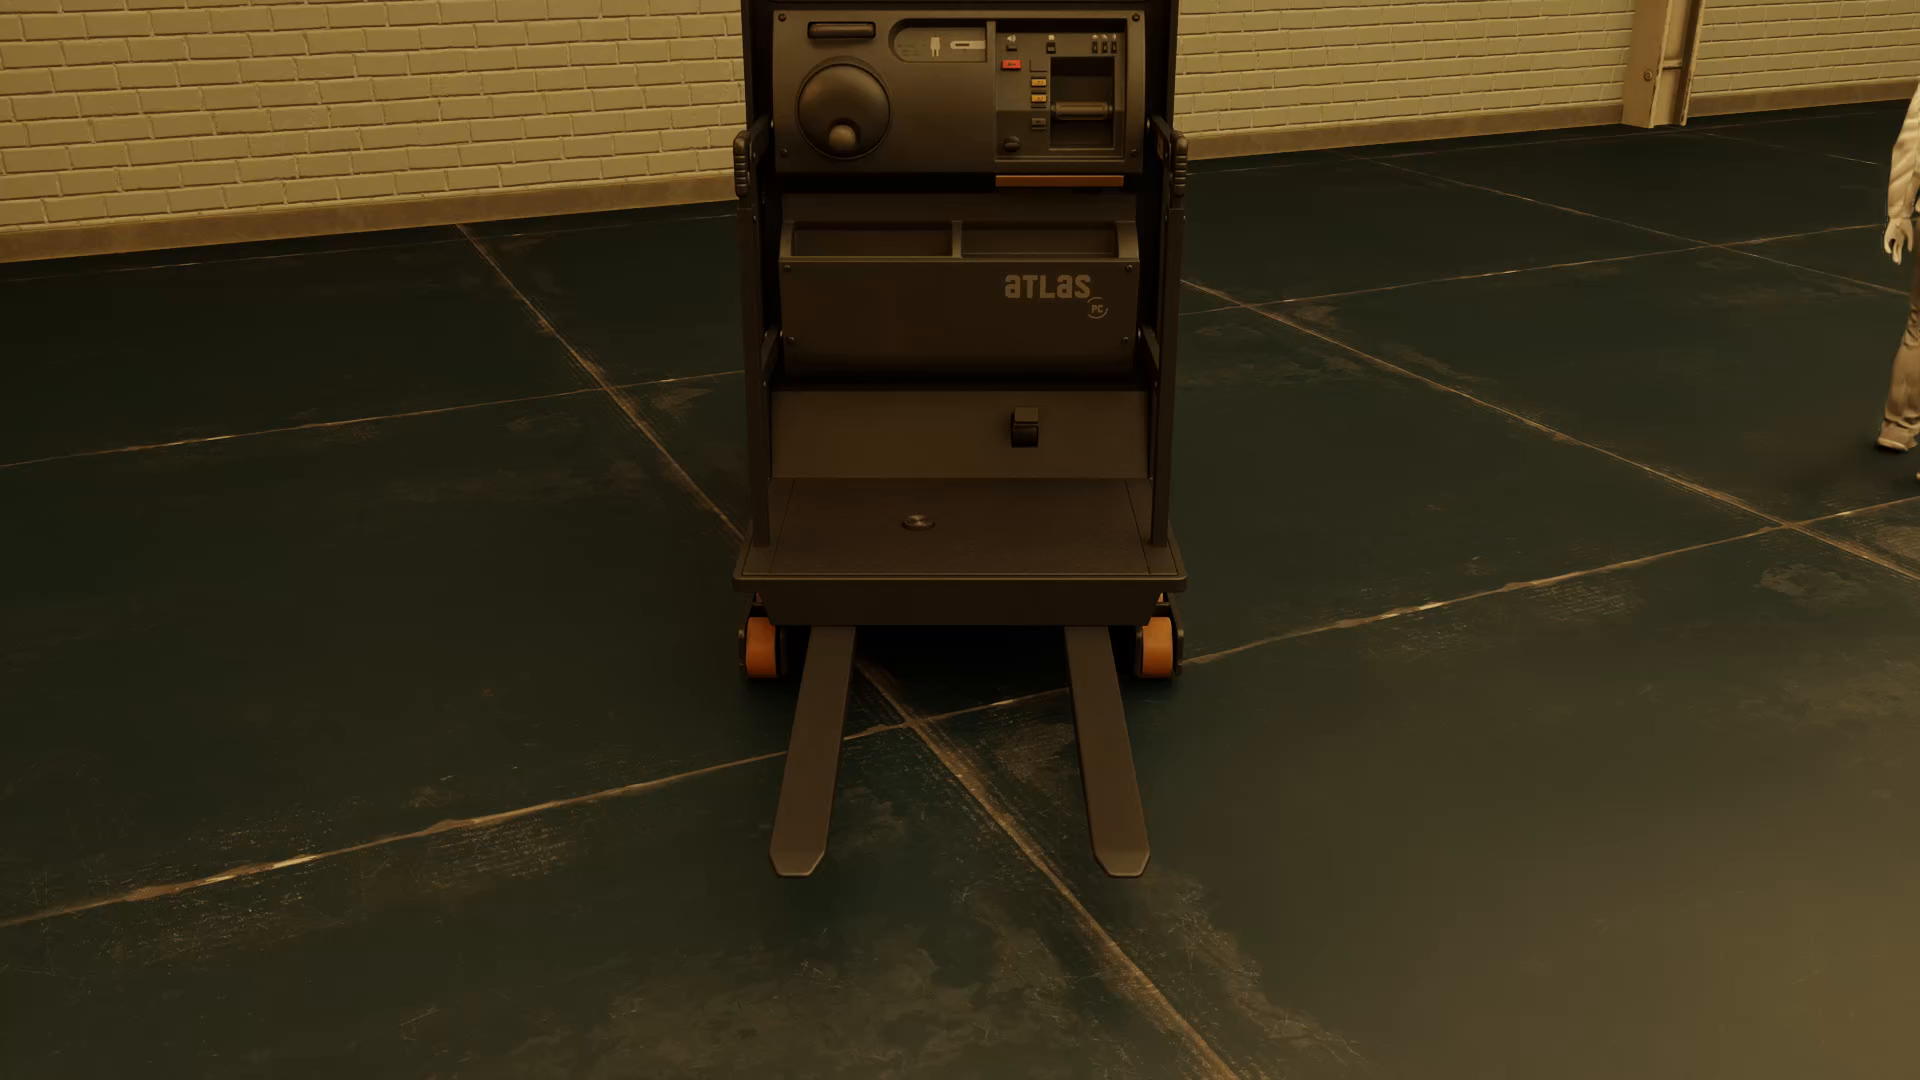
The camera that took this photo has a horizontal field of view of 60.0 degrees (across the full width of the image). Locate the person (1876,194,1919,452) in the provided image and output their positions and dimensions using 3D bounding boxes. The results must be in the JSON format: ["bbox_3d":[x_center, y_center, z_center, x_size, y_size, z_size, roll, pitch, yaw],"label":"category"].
[{"bbox_3d":[3.347,-0.985,5.420,0.470,1.675,0.539,-13,26,-29],"label":"person"}]

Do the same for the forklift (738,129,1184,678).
[{"bbox_3d":[0.000,-1.294,4.484,1.129,2.867,1.939,0,23,0],"label":"forklift"}]
